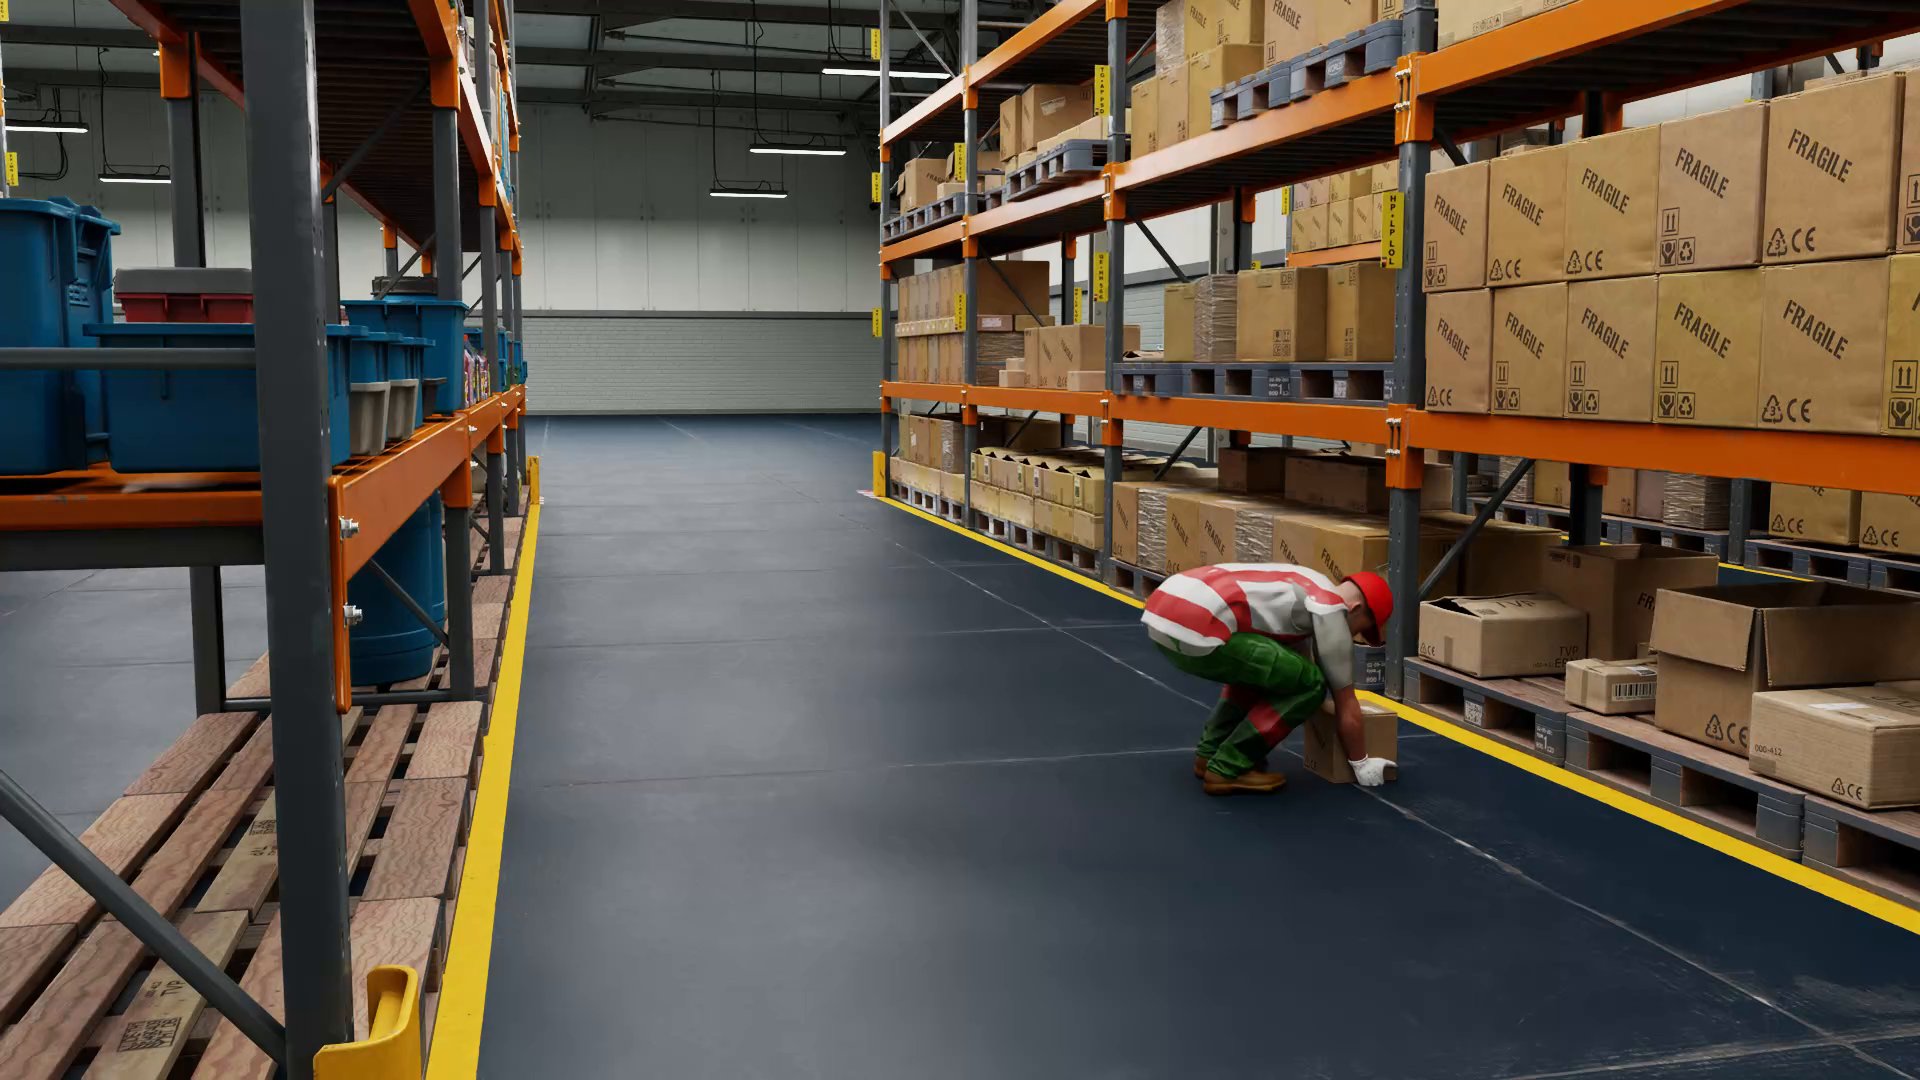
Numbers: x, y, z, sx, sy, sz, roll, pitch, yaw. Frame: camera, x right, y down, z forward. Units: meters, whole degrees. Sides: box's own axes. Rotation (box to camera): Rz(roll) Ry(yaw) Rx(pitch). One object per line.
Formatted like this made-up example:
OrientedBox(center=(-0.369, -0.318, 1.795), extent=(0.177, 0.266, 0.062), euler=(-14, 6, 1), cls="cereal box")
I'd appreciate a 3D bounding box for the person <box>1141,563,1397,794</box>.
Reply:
OrientedBox(center=(1.131, 0.490, 6.000), extent=(0.965, 0.819, 0.520), euler=(-2, 6, -15), cls="person")
